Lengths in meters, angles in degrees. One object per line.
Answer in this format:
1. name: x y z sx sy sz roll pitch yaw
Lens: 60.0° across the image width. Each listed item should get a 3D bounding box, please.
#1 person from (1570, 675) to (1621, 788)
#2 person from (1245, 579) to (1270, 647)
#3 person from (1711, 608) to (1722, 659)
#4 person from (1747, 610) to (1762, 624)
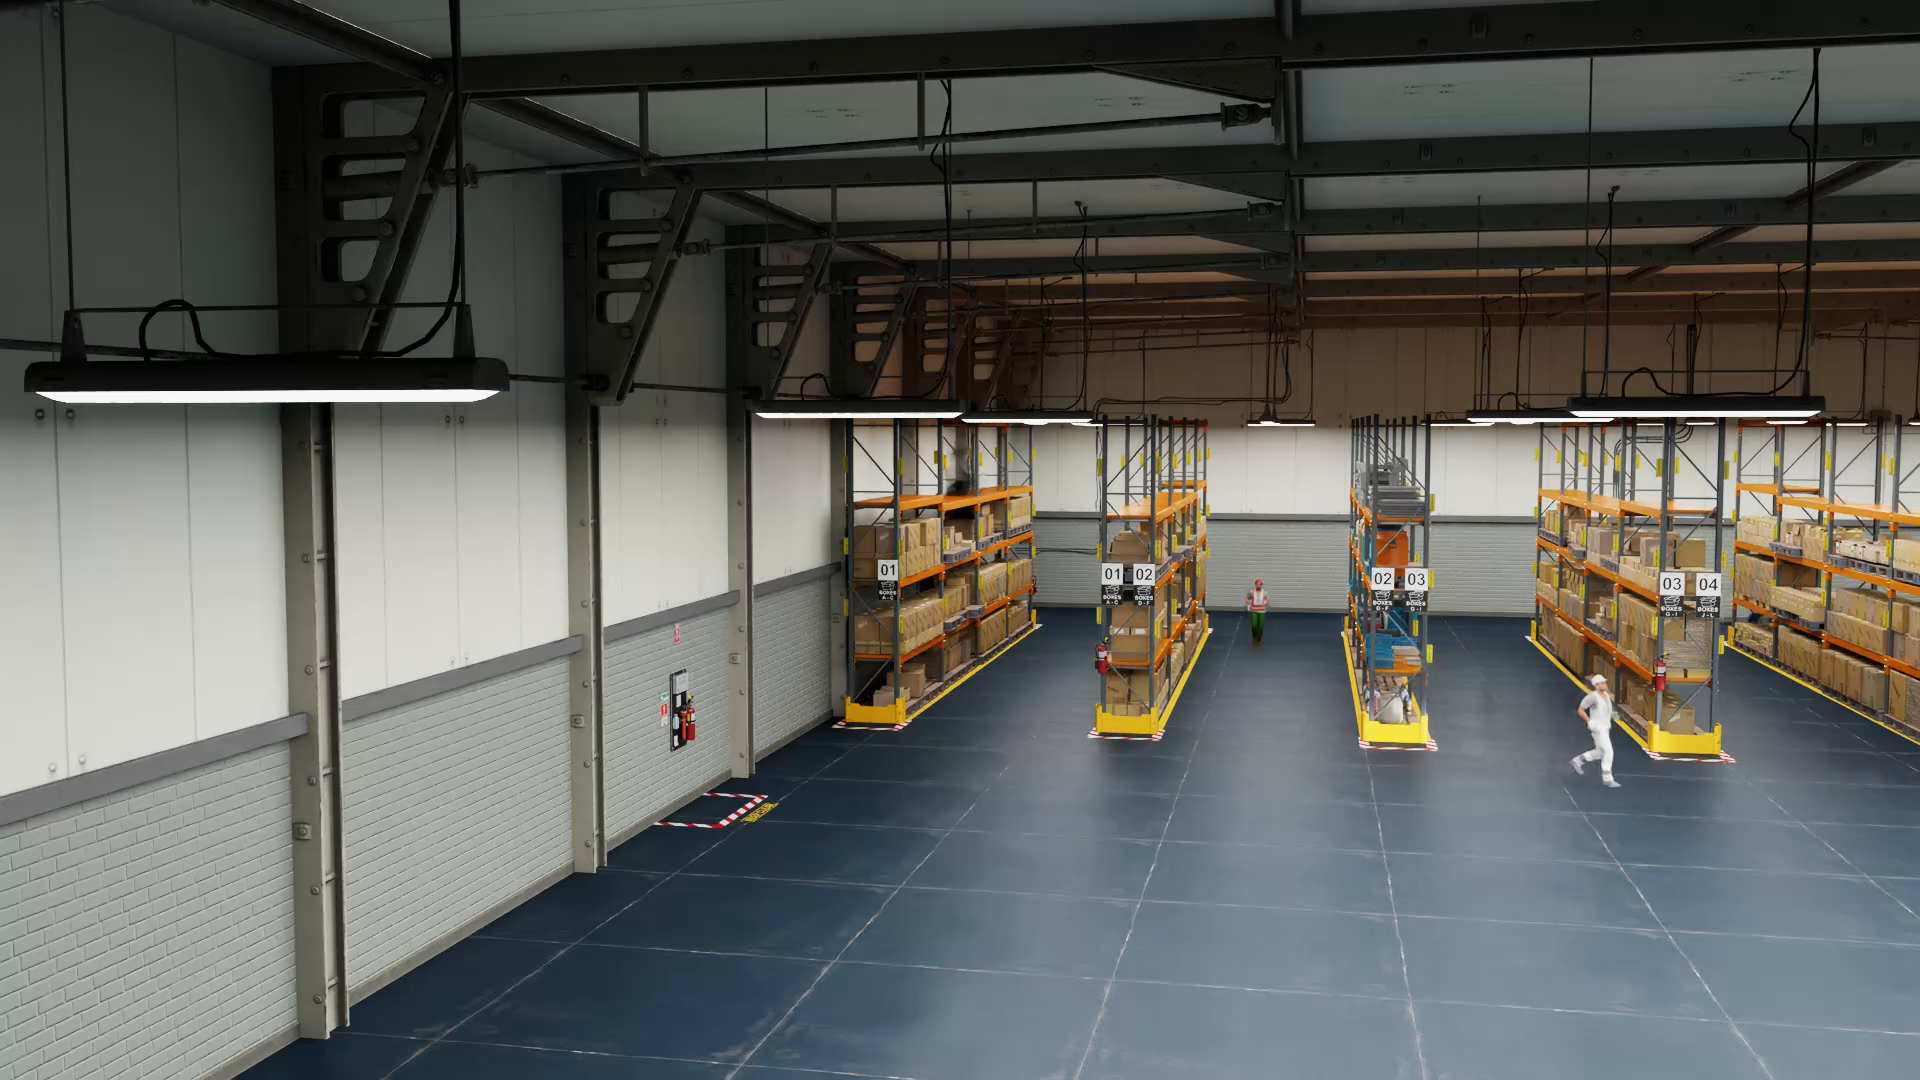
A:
1. person: 10.270 3.054 26.809 0.644 1.784 0.856 -4 5 -43
2. person: 7.834 1.928 43.718 0.637 1.794 0.655 0 4 6
3. person: 18.716 2.211 41.567 0.559 1.559 0.892 0 4 1
4. person: 21.645 1.959 45.157 0.601 1.548 0.470 -3 5 -35
